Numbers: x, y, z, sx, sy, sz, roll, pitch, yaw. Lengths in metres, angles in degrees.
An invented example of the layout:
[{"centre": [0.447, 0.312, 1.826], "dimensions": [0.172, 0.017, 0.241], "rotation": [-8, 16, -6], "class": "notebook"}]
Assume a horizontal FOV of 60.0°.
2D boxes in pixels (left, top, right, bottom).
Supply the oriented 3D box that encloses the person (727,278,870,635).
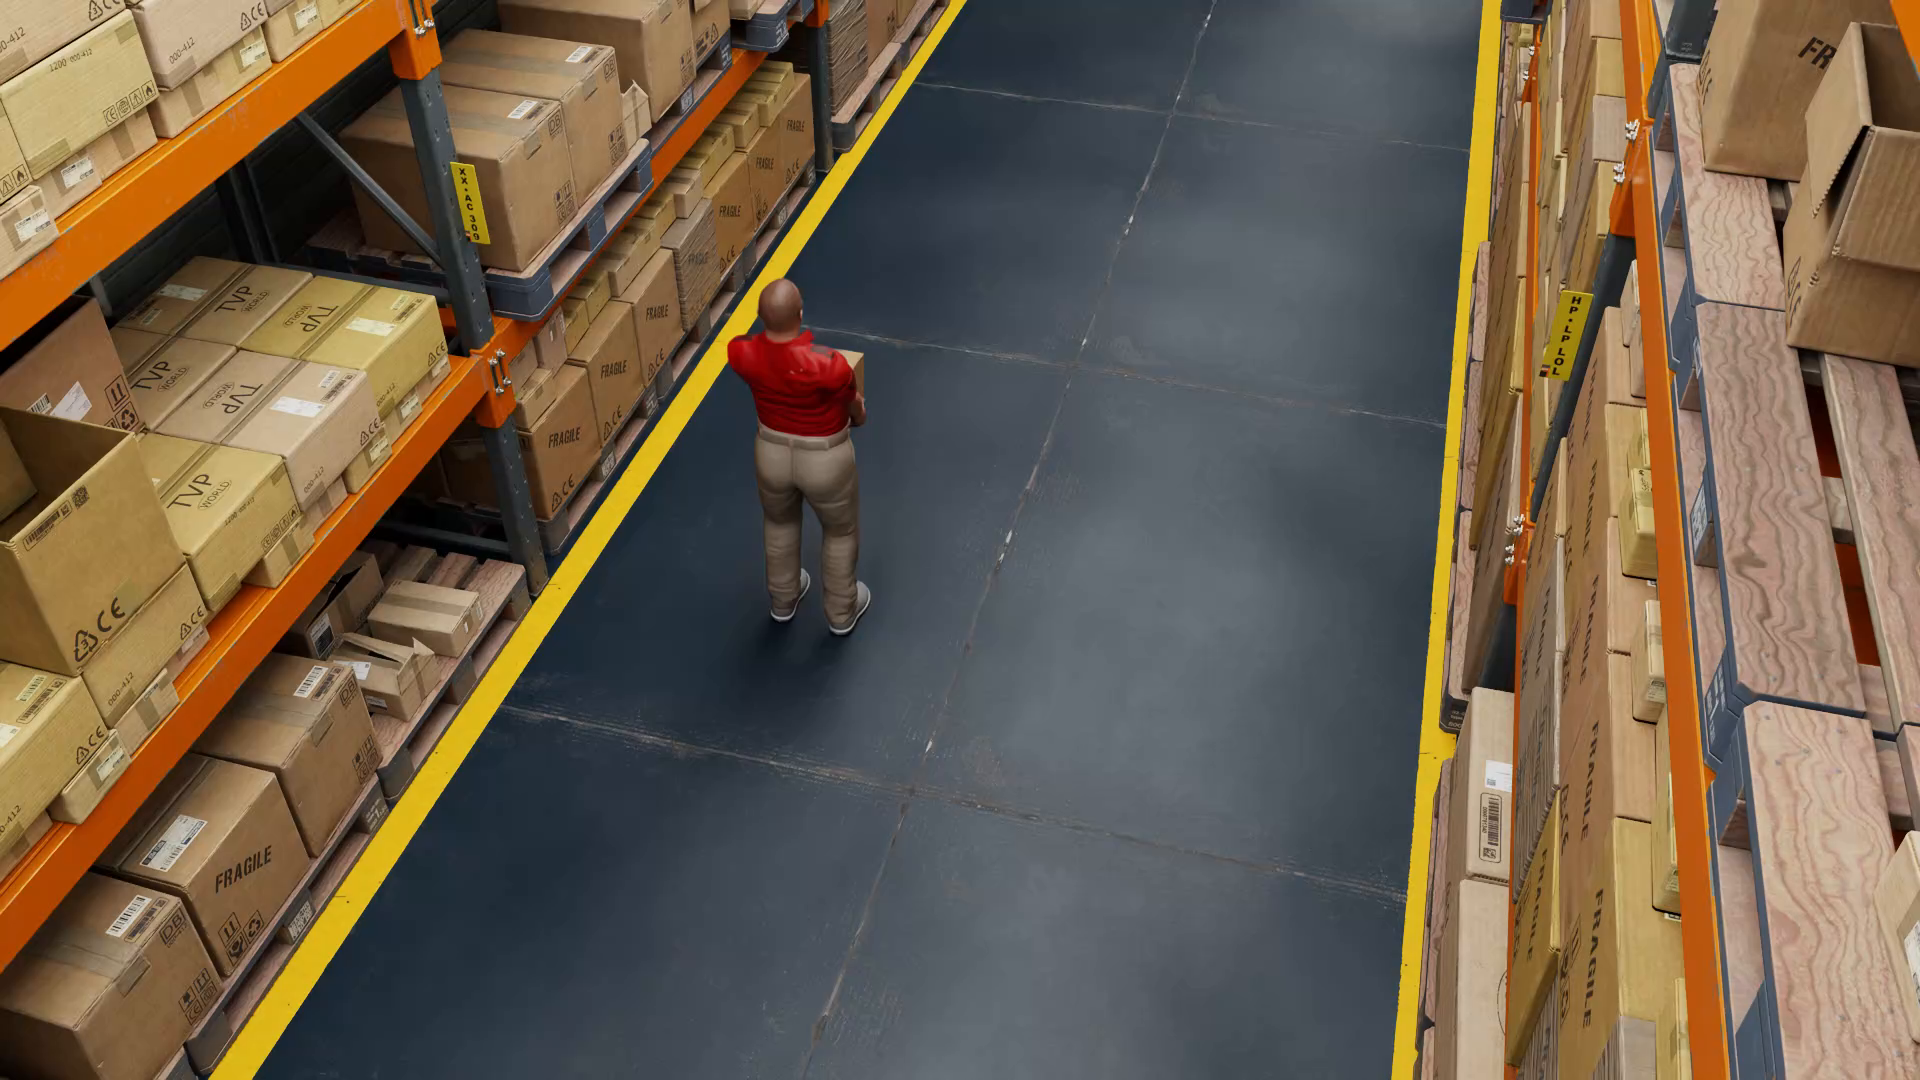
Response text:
[{"centre": [-0.616, -0.397, 6.807], "dimensions": [0.494, 1.715, 0.537], "rotation": [11, 42, 12], "class": "person"}]
